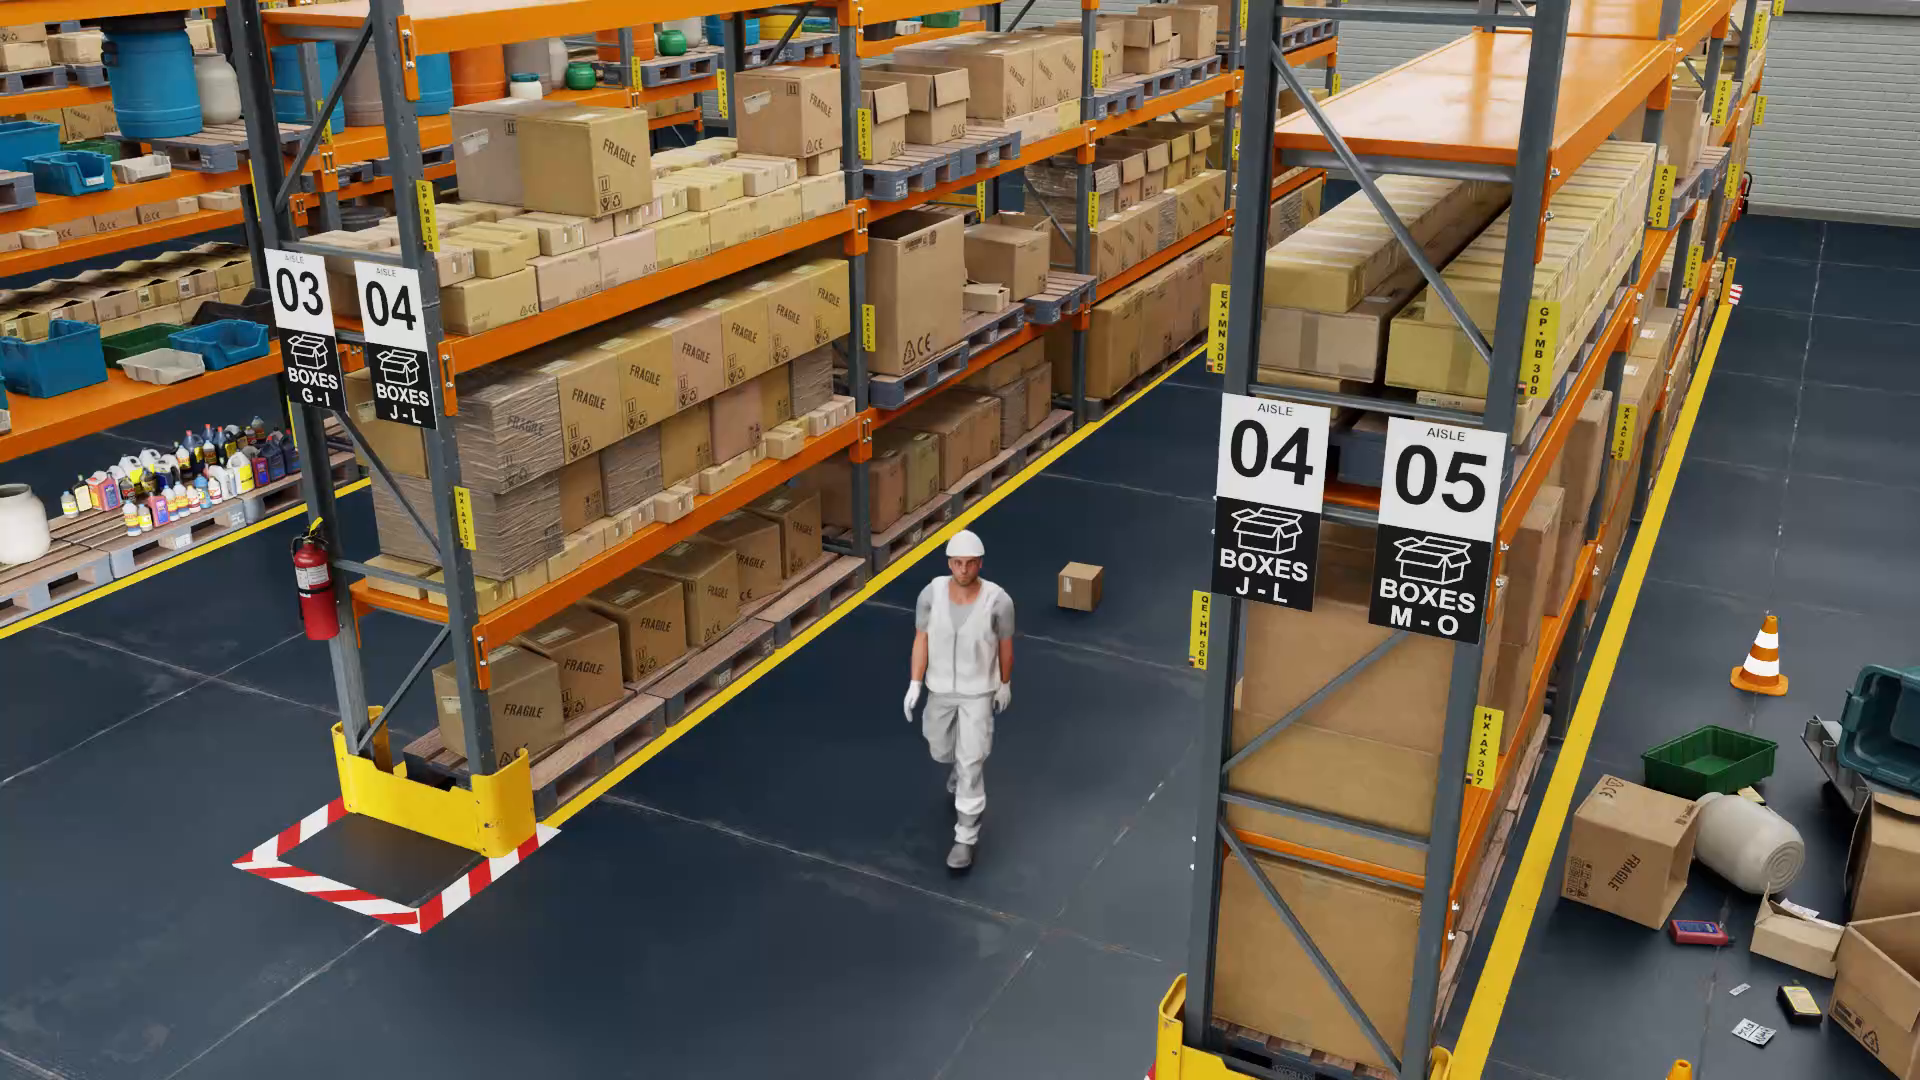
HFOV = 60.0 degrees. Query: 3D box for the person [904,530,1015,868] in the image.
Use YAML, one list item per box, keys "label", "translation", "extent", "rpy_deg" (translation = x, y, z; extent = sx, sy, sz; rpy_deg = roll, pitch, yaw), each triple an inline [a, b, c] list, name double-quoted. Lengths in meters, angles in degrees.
- label: "person"
  translation: [0.008, 0.775, 8.845]
  extent: [0.535, 1.756, 0.930]
  rpy_deg: [6, 23, 15]
